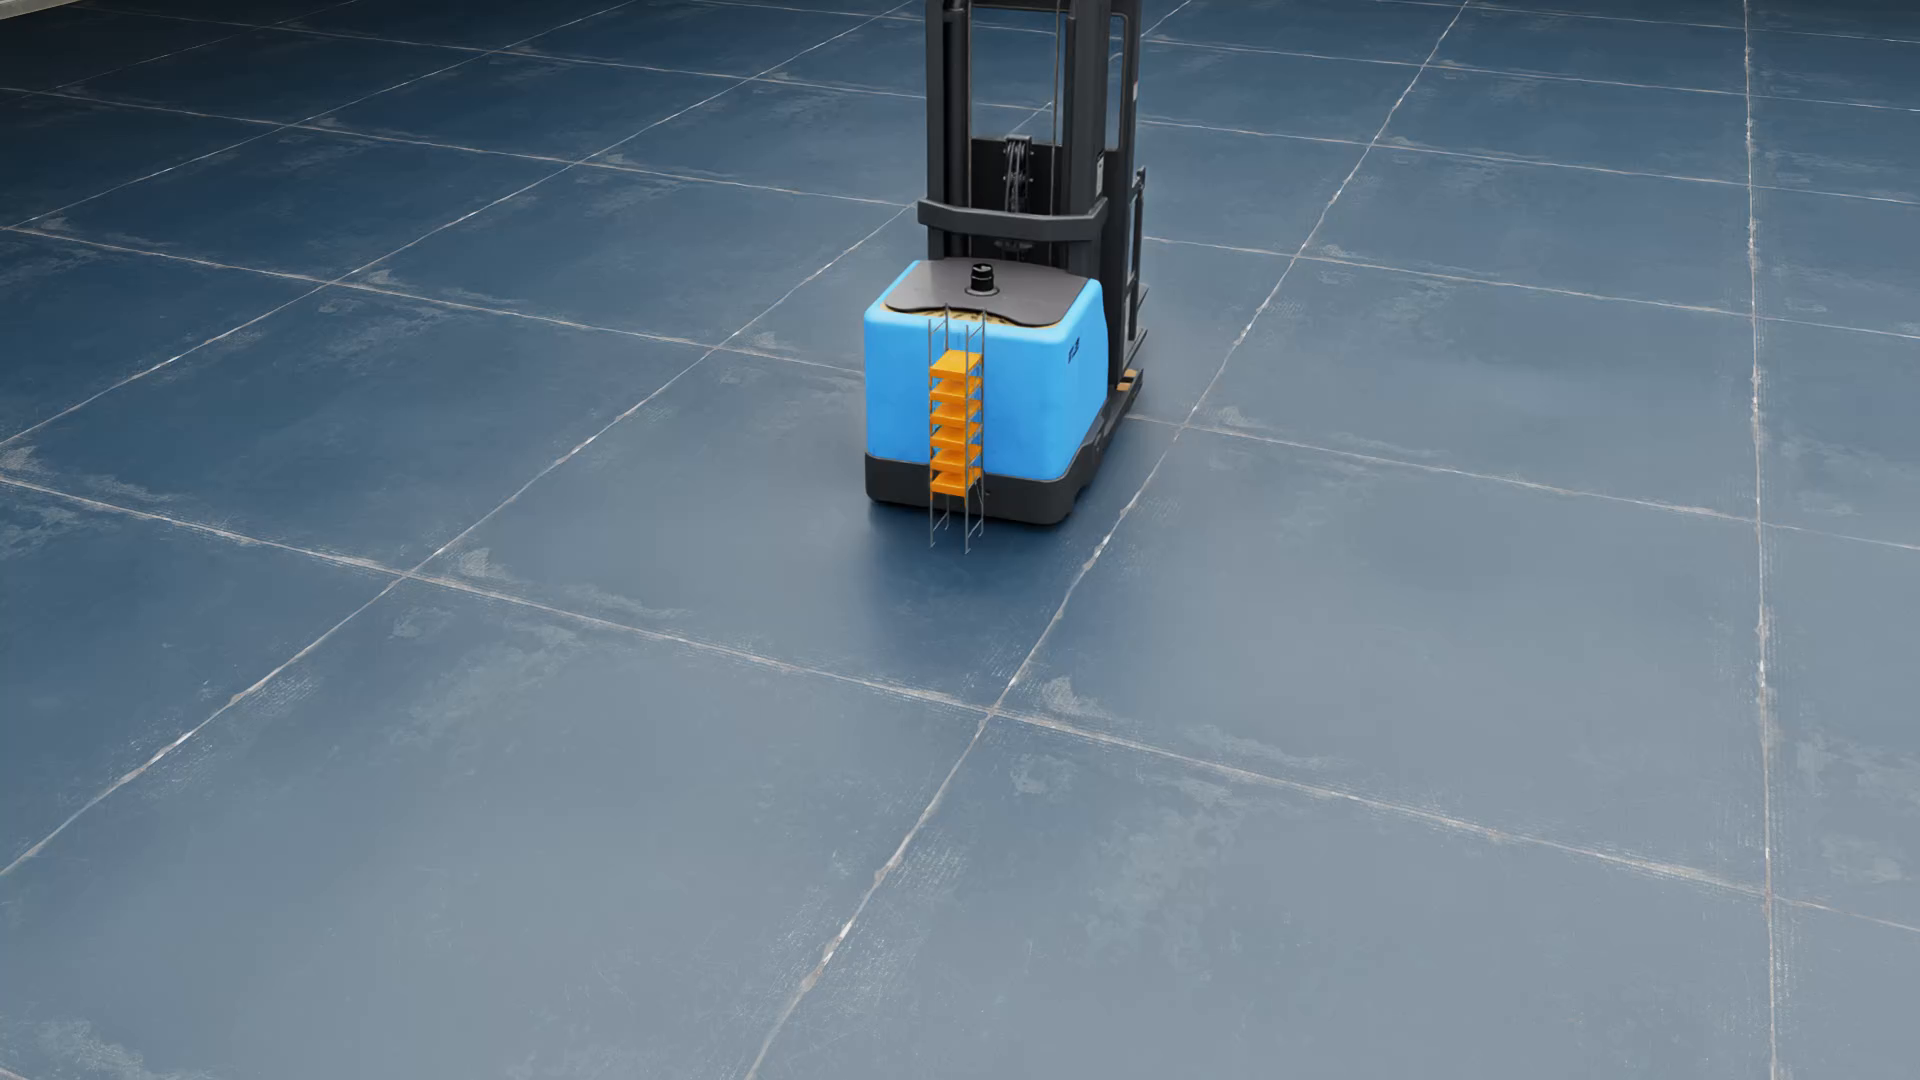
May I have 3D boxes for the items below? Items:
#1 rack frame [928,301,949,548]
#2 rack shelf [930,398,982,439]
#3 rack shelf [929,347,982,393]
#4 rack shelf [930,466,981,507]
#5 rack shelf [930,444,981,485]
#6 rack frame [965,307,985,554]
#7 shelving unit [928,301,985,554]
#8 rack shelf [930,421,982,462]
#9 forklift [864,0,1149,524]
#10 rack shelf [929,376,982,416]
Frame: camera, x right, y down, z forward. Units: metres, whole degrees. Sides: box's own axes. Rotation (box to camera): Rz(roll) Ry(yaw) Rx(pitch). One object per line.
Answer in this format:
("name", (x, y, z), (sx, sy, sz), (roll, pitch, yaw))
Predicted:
("rack frame", (-0.100, -0.539, 7.984), (0.006, 1.200, 0.240), (10, 31, 18))
("rack shelf", (-0.014, -0.589, 7.919), (0.180, 0.103, 0.258), (10, 31, 18))
("rack shelf", (-0.014, -0.799, 7.802), (0.180, 0.103, 0.258), (10, 31, 18))
("rack shelf", (-0.014, -0.276, 8.096), (0.180, 0.103, 0.258), (10, 31, 18))
("rack shelf", (-0.014, -0.380, 8.037), (0.180, 0.103, 0.258), (10, 31, 18))
("rack frame", (0.071, -0.508, 7.928), (0.006, 1.200, 0.240), (10, 31, 18))
("shelving unit", (-0.014, -0.524, 7.956), (0.189, 1.200, 0.258), (10, 31, 18))
("rack shelf", (-0.014, -0.485, 7.978), (0.180, 0.103, 0.258), (10, 31, 18))
("forklift", (0.439, -2.066, 8.926), (1.130, 2.935, 3.031), (9, 31, 15))
("rack shelf", (-0.014, -0.694, 7.860), (0.180, 0.103, 0.258), (10, 31, 18))
